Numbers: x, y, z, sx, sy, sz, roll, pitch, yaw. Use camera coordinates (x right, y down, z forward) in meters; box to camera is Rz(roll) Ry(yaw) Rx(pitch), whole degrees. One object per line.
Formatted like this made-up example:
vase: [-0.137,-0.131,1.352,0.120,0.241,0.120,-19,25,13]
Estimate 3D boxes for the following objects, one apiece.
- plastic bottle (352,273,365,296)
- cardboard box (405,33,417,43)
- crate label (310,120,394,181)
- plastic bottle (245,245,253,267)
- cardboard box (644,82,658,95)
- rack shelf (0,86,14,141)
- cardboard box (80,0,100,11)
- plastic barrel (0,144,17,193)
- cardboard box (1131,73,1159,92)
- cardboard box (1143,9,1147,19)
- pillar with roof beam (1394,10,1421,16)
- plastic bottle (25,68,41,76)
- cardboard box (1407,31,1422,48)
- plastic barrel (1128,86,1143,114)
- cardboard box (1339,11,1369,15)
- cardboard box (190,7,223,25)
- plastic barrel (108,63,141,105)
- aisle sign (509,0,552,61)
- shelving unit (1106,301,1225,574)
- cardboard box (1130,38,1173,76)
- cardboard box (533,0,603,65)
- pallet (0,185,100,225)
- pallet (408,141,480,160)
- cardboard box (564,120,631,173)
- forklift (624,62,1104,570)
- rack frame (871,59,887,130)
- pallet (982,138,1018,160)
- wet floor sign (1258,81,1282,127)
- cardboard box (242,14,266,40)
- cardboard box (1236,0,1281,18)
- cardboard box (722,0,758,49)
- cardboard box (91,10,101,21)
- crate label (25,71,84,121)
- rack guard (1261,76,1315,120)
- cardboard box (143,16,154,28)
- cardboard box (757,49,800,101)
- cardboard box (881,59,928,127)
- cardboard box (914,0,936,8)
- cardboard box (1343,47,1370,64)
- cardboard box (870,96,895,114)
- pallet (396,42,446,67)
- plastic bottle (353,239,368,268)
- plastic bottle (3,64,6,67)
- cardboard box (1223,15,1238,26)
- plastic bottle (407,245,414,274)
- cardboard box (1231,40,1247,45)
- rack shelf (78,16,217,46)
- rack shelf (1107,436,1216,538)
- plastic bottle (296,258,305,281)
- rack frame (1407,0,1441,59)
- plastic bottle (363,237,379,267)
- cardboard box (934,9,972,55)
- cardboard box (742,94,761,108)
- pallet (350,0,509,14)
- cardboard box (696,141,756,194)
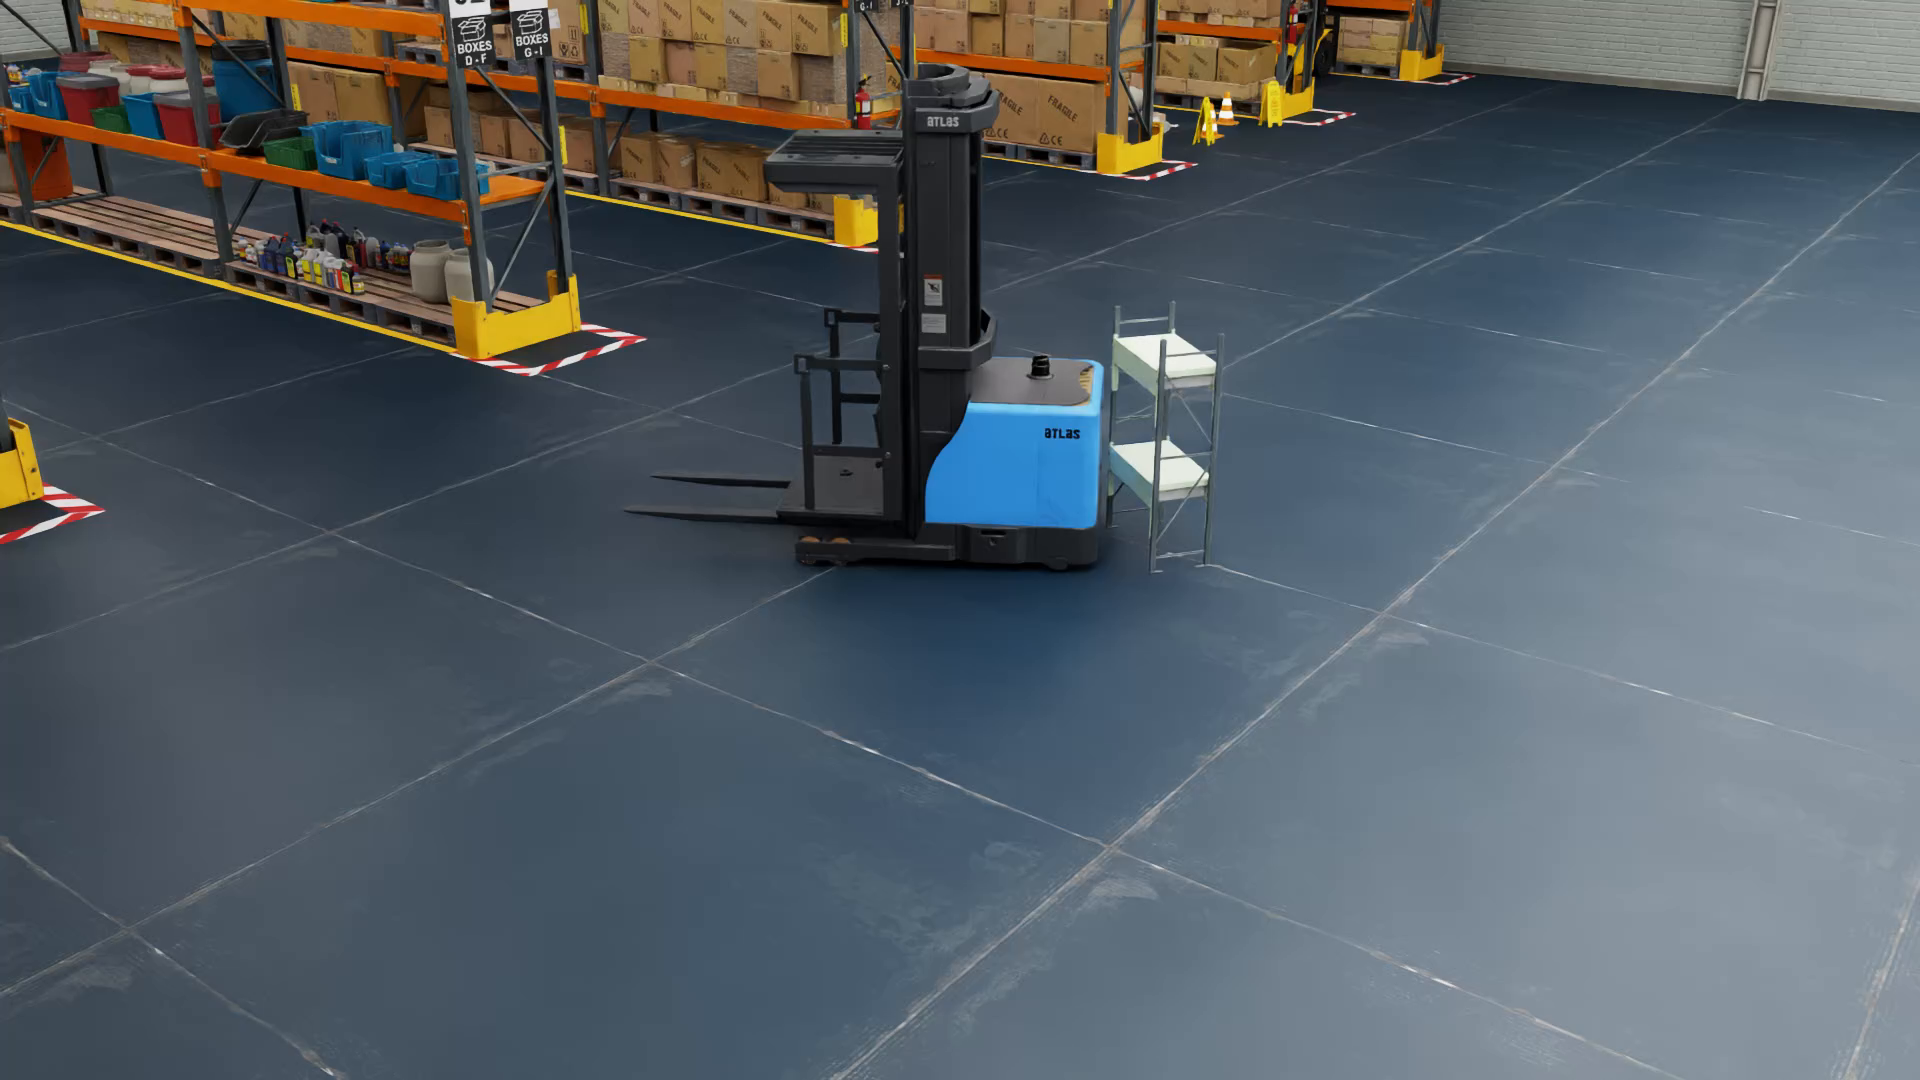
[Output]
plastic bottle: [-5.543,-2.360,15.312,0.097,0.201,0.097,0,24,0]
cardboard box: [-7.467,-6.920,22.613,0.500,0.500,0.500,18,29,35]
crate label: [-5.445,-3.511,14.954,0.616,0.435,0.502,17,29,33]
plastic bottle: [-6.937,-2.782,16.268,0.097,0.201,0.097,0,24,0]
cardboard box: [-3.434,-5.265,19.290,0.250,0.149,0.380,17,29,33]
rack shelf: [-11.812,-5.226,19.783,4.000,0.370,1.077,17,29,33]
cardboard box: [-13.420,-8.468,26.066,0.500,0.250,0.500,16,28,32]
plastic barrel: [-11.119,-4.346,19.457,0.421,0.512,0.421,0,24,0]
cardboard box: [3.073,-7.351,26.602,0.500,0.250,0.500,16,29,33]
cardboard box: [2.981,-8.292,26.162,0.250,0.149,0.380,17,29,34]
pillar with roof beam: [5.479,-11.350,25.350,0.400,9.000,9.100,17,29,33]
plastic bottle: [-10.734,-5.335,19.293,0.135,0.276,0.152,17,29,33]
cardboard box: [7.826,-8.878,29.449,0.500,0.250,0.500,17,29,34]
plastic barrel: [2.543,-6.764,25.577,0.512,0.421,0.421,-5,24,-12]
cardboard box: [7.011,-9.347,29.894,0.500,0.250,0.500,17,29,33]
cardboard box: [-10.953,-7.726,24.382,0.500,0.250,0.500,16,29,32]
plastic barrel: [-8.923,-4.841,17.878,0.421,0.512,0.421,0,24,0]
aisle sign: [-3.577,-4.404,13.800,0.004,0.787,0.394,17,29,33]
shelving unit: [1.257,-0.644,10.351,0.431,1.500,0.755,-7,25,-15]
cardboard box: [3.063,-7.695,26.454,0.500,0.500,0.500,19,30,36]
cardboard box: [-4.592,-6.406,20.304,1.000,1.000,1.000,17,29,34]
pallet: [-10.867,-3.973,19.504,1.213,0.211,1.003,17,29,33]
pallet: [-6.617,-5.204,22.299,1.213,0.211,1.003,17,29,33]
cardboard box: [-4.519,-4.915,20.739,0.500,0.500,0.700,14,28,29]
forklift: [-0.611,-1.394,10.278,3.031,2.935,1.130,2,24,6]
rack frame: [-0.985,-7.278,23.548,0.127,3.000,1.000,17,29,33]
pallet: [0.557,-5.498,22.966,1.213,0.211,1.003,17,29,33]
wet floor sign: [4.614,-6.464,24.620,0.267,0.644,0.232,-15,28,-30]
cardboard box: [-9.821,-7.369,23.631,0.500,0.500,0.500,17,29,33]
cardboard box: [4.504,-8.156,25.049,0.500,0.500,0.500,16,29,32]
cardboard box: [-2.230,-5.668,18.162,0.500,0.500,0.500,17,29,33]
cardboard box: [-13.350,-8.235,26.032,0.250,0.149,0.380,16,29,33]
crate label: [-9.579,-4.760,17.789,0.616,0.435,0.502,17,29,33]
rack guard: [5.043,-6.807,25.578,0.348,0.500,1.175,17,29,33]
cardboard box: [-12.114,-7.862,25.186,0.250,0.149,0.380,17,29,34]
cardboard box: [-1.735,-5.141,18.204,0.500,0.500,0.875,17,29,33]
cardboard box: [-0.523,-6.323,23.495,0.875,0.875,0.875,17,29,34]
cardboard box: [-0.200,-7.645,22.856,0.550,0.550,0.875,17,29,33]
cardboard box: [7.120,-8.603,29.446,0.500,0.250,0.500,17,29,33]
cardboard box: [-0.925,-4.766,18.158,0.250,0.149,0.380,17,29,33]
pallet: [-6.607,-6.444,21.892,1.003,0.211,1.213,17,29,33]
plastic bottle: [-5.846,-2.800,16.208,0.133,0.283,0.061,17,29,33]
plastic bottle: [-11.364,-5.538,19.758,0.097,0.271,0.097,0,24,0]
cardboard box: [4.215,-7.933,25.346,0.250,0.149,0.380,16,29,32]
plastic bottle: [-5.244,-2.695,15.969,0.133,0.283,0.061,17,29,34]
cardboard box: [4.184,-7.624,26.293,0.500,0.500,0.500,16,28,31]
rack shelf: [-12.042,-7.791,25.605,4.000,0.370,1.077,17,29,33]
rack shelf: [1.257,-0.345,10.483,0.431,0.370,0.720,-7,25,-15]
plastic bottle: [-6.250,-2.574,15.797,0.097,0.201,0.097,0,24,0]
rack frame: [8.078,-9.535,28.670,0.127,3.000,1.000,17,29,33]
plastic bottle: [-5.783,-2.831,16.288,0.135,0.276,0.152,17,29,34]
cardboard box: [0.133,-6.967,22.656,0.550,0.550,0.875,17,29,33]
cardboard box: [-2.201,-4.919,18.506,0.250,0.149,0.380,17,29,33]
pallet: [-4.413,-4.655,14.108,1.213,0.211,1.003,17,29,33]
cardboard box: [-2.737,-4.380,19.550,0.500,0.500,0.500,14,27,29]
